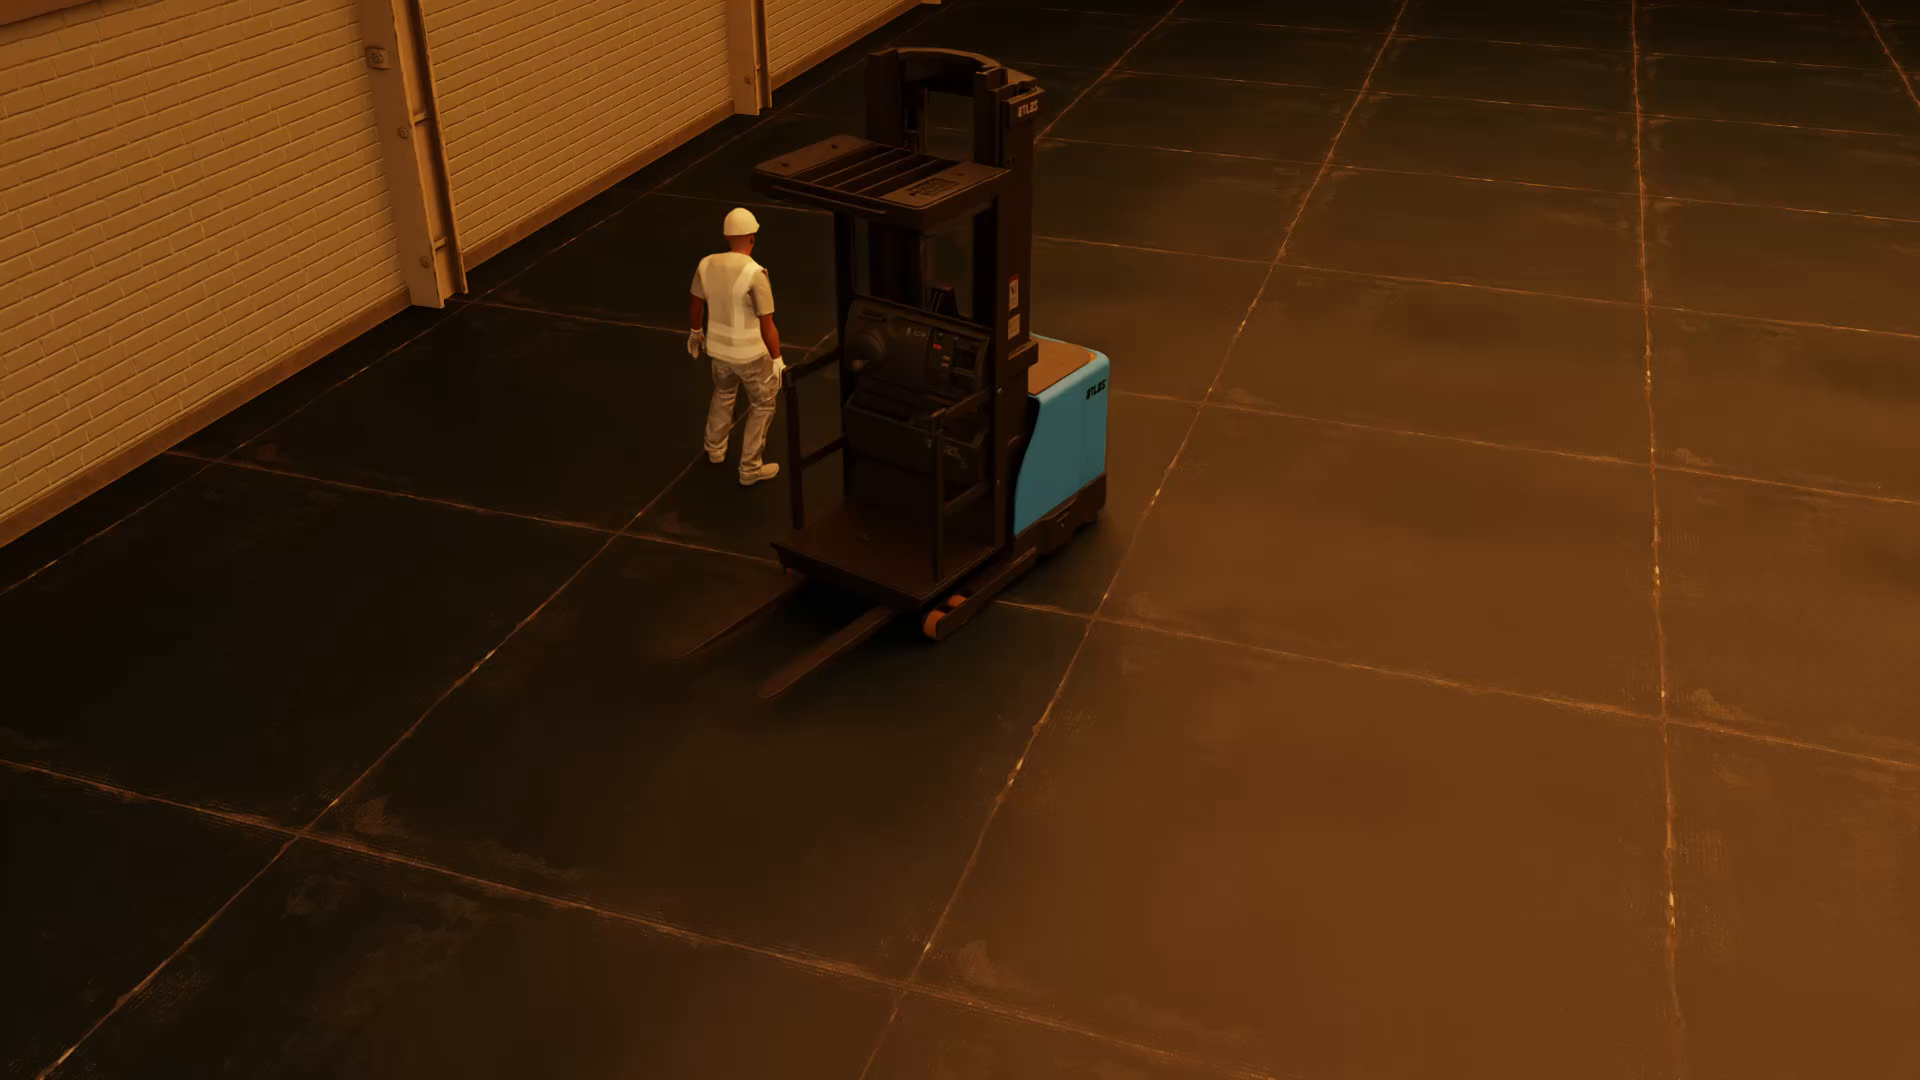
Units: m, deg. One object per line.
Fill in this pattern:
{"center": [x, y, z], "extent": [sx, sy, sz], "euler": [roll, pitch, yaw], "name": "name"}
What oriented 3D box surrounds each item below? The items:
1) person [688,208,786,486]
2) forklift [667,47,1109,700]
{"center": [-1.376, -1.224, 10.482], "extent": [0.866, 1.746, 0.438], "euler": [20, 35, 31], "name": "person"}
{"center": [-0.364, -0.993, 8.879], "extent": [1.130, 2.935, 3.031], "euler": [20, 35, 30], "name": "forklift"}
